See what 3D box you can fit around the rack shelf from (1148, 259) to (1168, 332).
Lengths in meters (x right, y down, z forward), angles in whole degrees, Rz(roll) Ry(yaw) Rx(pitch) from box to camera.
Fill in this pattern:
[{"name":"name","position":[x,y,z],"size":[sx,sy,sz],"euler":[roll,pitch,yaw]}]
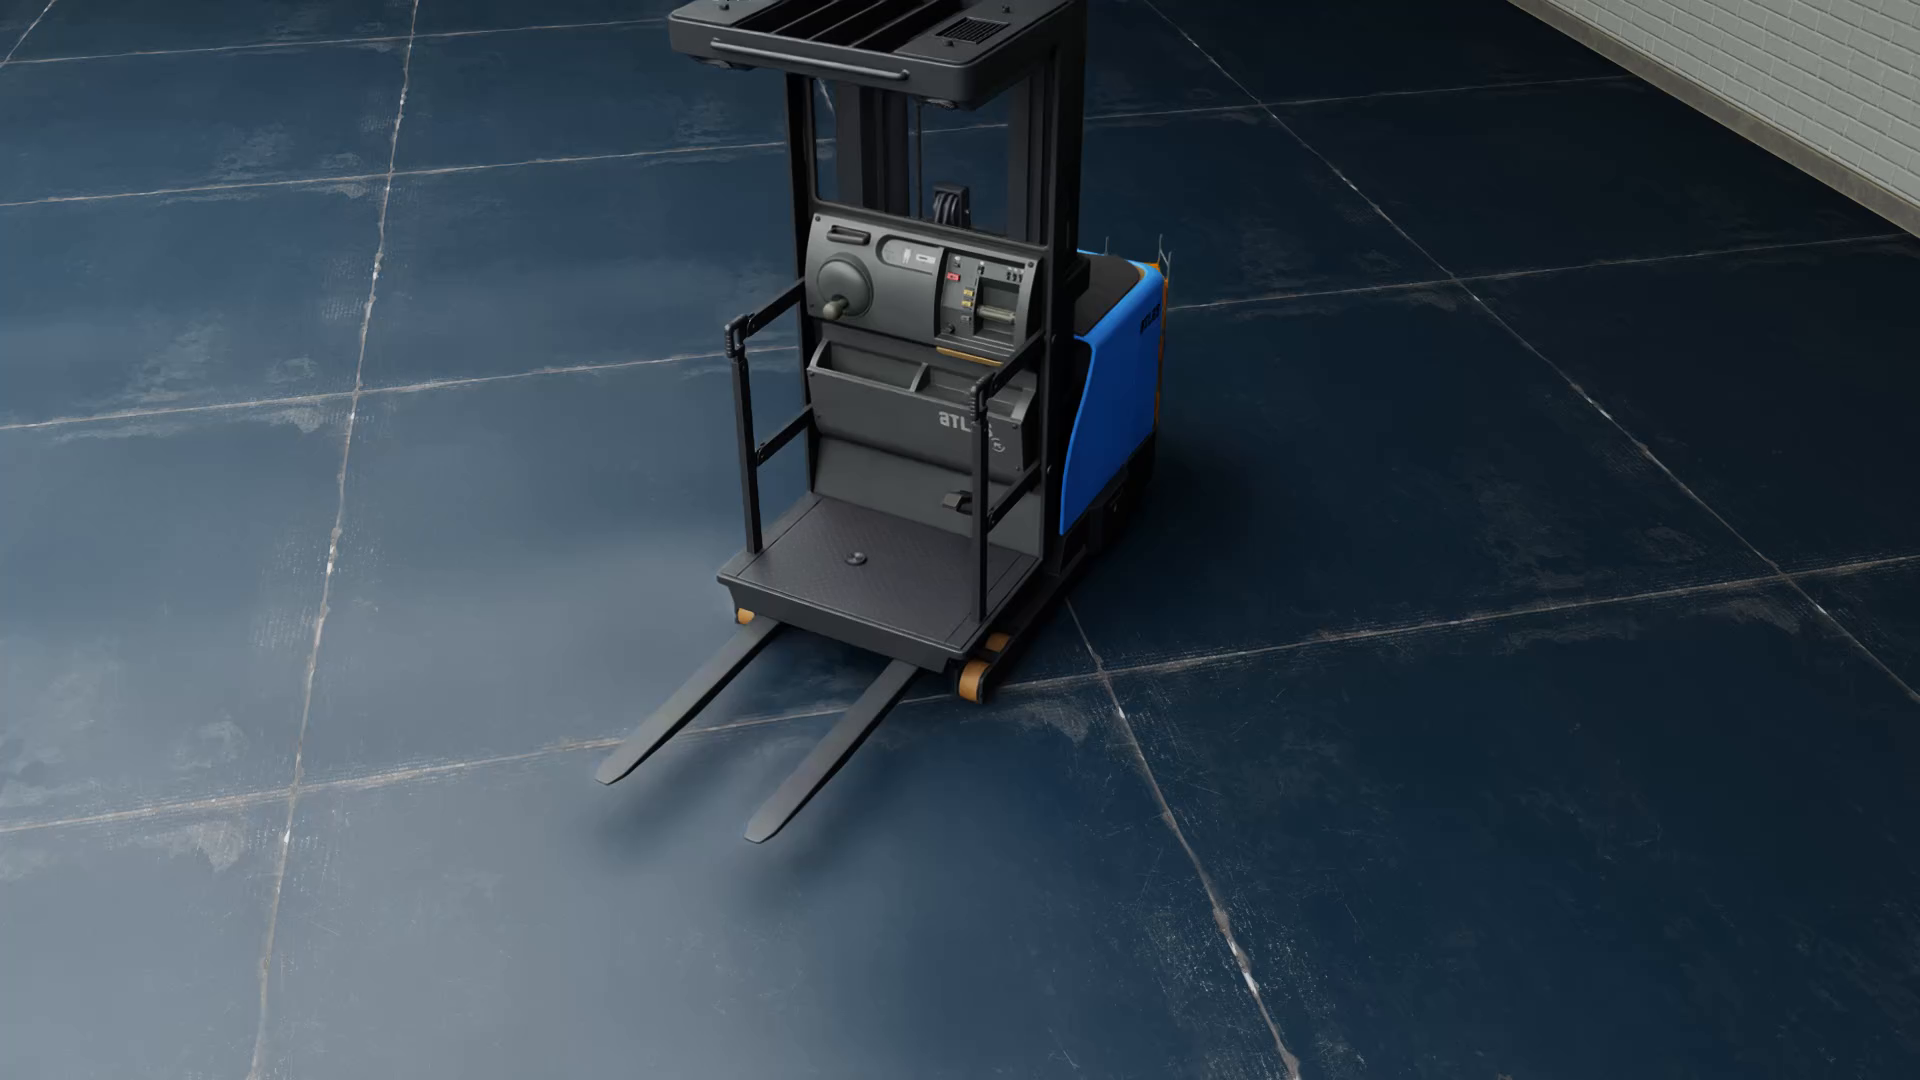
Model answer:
[{"name":"rack shelf","position":[0.784,-1.089,7.440],"size":[0.240,0.259,0.215],"euler":[-3,34,-5]}]

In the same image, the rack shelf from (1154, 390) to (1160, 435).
[{"name":"rack shelf","position":[0.784,-0.622,7.753],"size":[0.240,0.259,0.215],"euler":[-3,34,-5]}]

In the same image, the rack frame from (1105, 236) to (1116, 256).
[{"name":"rack frame","position":[0.663,-0.855,7.581],"size":[0.008,1.050,0.200],"euler":[-3,34,-5]}]

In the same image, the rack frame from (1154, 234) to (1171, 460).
[{"name":"rack frame","position":[0.905,-0.869,7.603],"size":[0.008,1.050,0.200],"euler":[-3,34,-5]}]

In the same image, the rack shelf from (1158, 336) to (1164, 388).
[{"name":"rack shelf","position":[0.784,-0.853,7.598],"size":[0.240,0.259,0.215],"euler":[-3,34,-5]}]

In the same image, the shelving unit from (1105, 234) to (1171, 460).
[{"name":"shelving unit","position":[0.784,-0.862,7.592],"size":[0.252,1.050,0.215],"euler":[-3,34,-5]}]

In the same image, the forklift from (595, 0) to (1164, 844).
[{"name":"forklift","position":[-0.247,-0.883,5.936],"size":[1.130,2.935,3.031],"euler":[16,37,23]}]
